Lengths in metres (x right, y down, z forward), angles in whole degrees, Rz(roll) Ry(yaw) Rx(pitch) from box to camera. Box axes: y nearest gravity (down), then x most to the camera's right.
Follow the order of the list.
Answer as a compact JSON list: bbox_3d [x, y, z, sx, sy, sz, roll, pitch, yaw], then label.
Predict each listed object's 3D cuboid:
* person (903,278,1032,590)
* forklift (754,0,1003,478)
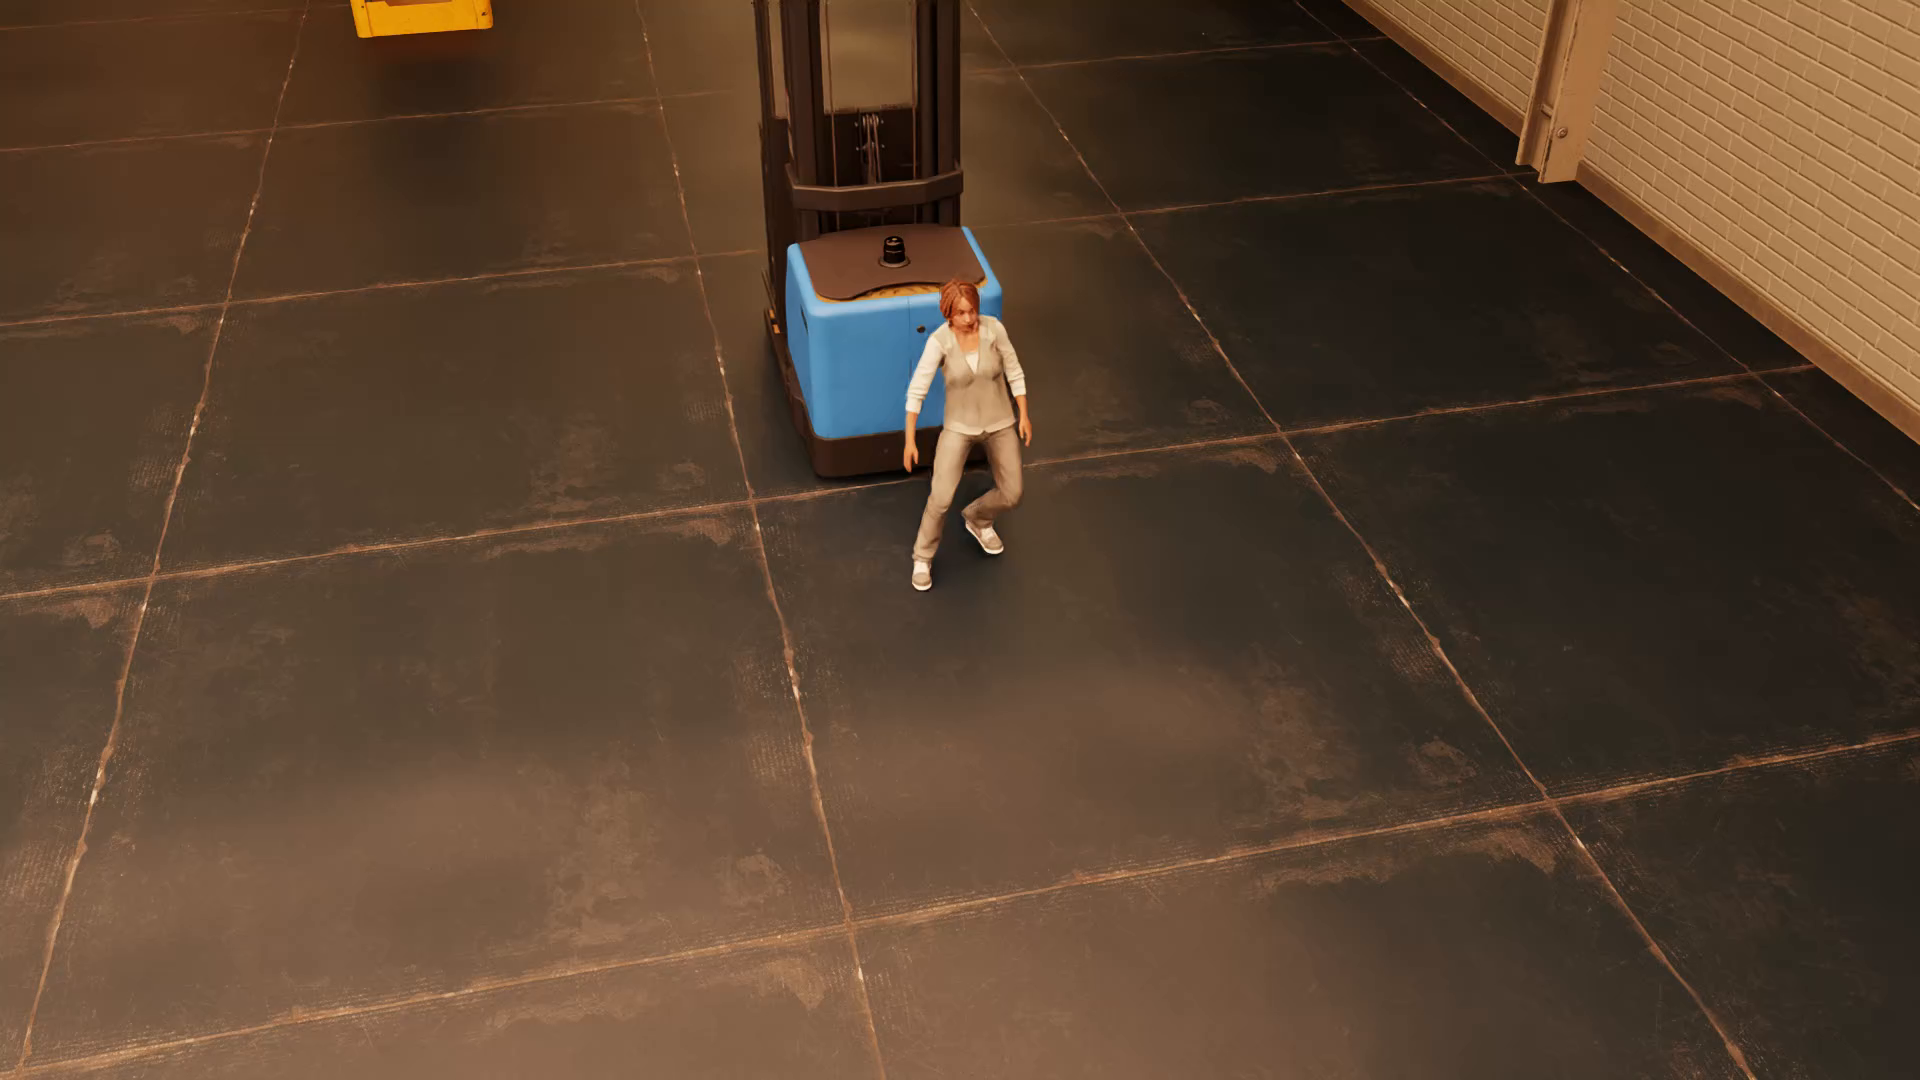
[{"bbox_3d":[0.019,-0.515,7.973,0.640,1.512,0.483,-7,36,-9],"label":"person"},{"bbox_3d":[-0.594,-2.382,9.361,1.130,2.935,3.031,-8,36,-11],"label":"forklift"}]
